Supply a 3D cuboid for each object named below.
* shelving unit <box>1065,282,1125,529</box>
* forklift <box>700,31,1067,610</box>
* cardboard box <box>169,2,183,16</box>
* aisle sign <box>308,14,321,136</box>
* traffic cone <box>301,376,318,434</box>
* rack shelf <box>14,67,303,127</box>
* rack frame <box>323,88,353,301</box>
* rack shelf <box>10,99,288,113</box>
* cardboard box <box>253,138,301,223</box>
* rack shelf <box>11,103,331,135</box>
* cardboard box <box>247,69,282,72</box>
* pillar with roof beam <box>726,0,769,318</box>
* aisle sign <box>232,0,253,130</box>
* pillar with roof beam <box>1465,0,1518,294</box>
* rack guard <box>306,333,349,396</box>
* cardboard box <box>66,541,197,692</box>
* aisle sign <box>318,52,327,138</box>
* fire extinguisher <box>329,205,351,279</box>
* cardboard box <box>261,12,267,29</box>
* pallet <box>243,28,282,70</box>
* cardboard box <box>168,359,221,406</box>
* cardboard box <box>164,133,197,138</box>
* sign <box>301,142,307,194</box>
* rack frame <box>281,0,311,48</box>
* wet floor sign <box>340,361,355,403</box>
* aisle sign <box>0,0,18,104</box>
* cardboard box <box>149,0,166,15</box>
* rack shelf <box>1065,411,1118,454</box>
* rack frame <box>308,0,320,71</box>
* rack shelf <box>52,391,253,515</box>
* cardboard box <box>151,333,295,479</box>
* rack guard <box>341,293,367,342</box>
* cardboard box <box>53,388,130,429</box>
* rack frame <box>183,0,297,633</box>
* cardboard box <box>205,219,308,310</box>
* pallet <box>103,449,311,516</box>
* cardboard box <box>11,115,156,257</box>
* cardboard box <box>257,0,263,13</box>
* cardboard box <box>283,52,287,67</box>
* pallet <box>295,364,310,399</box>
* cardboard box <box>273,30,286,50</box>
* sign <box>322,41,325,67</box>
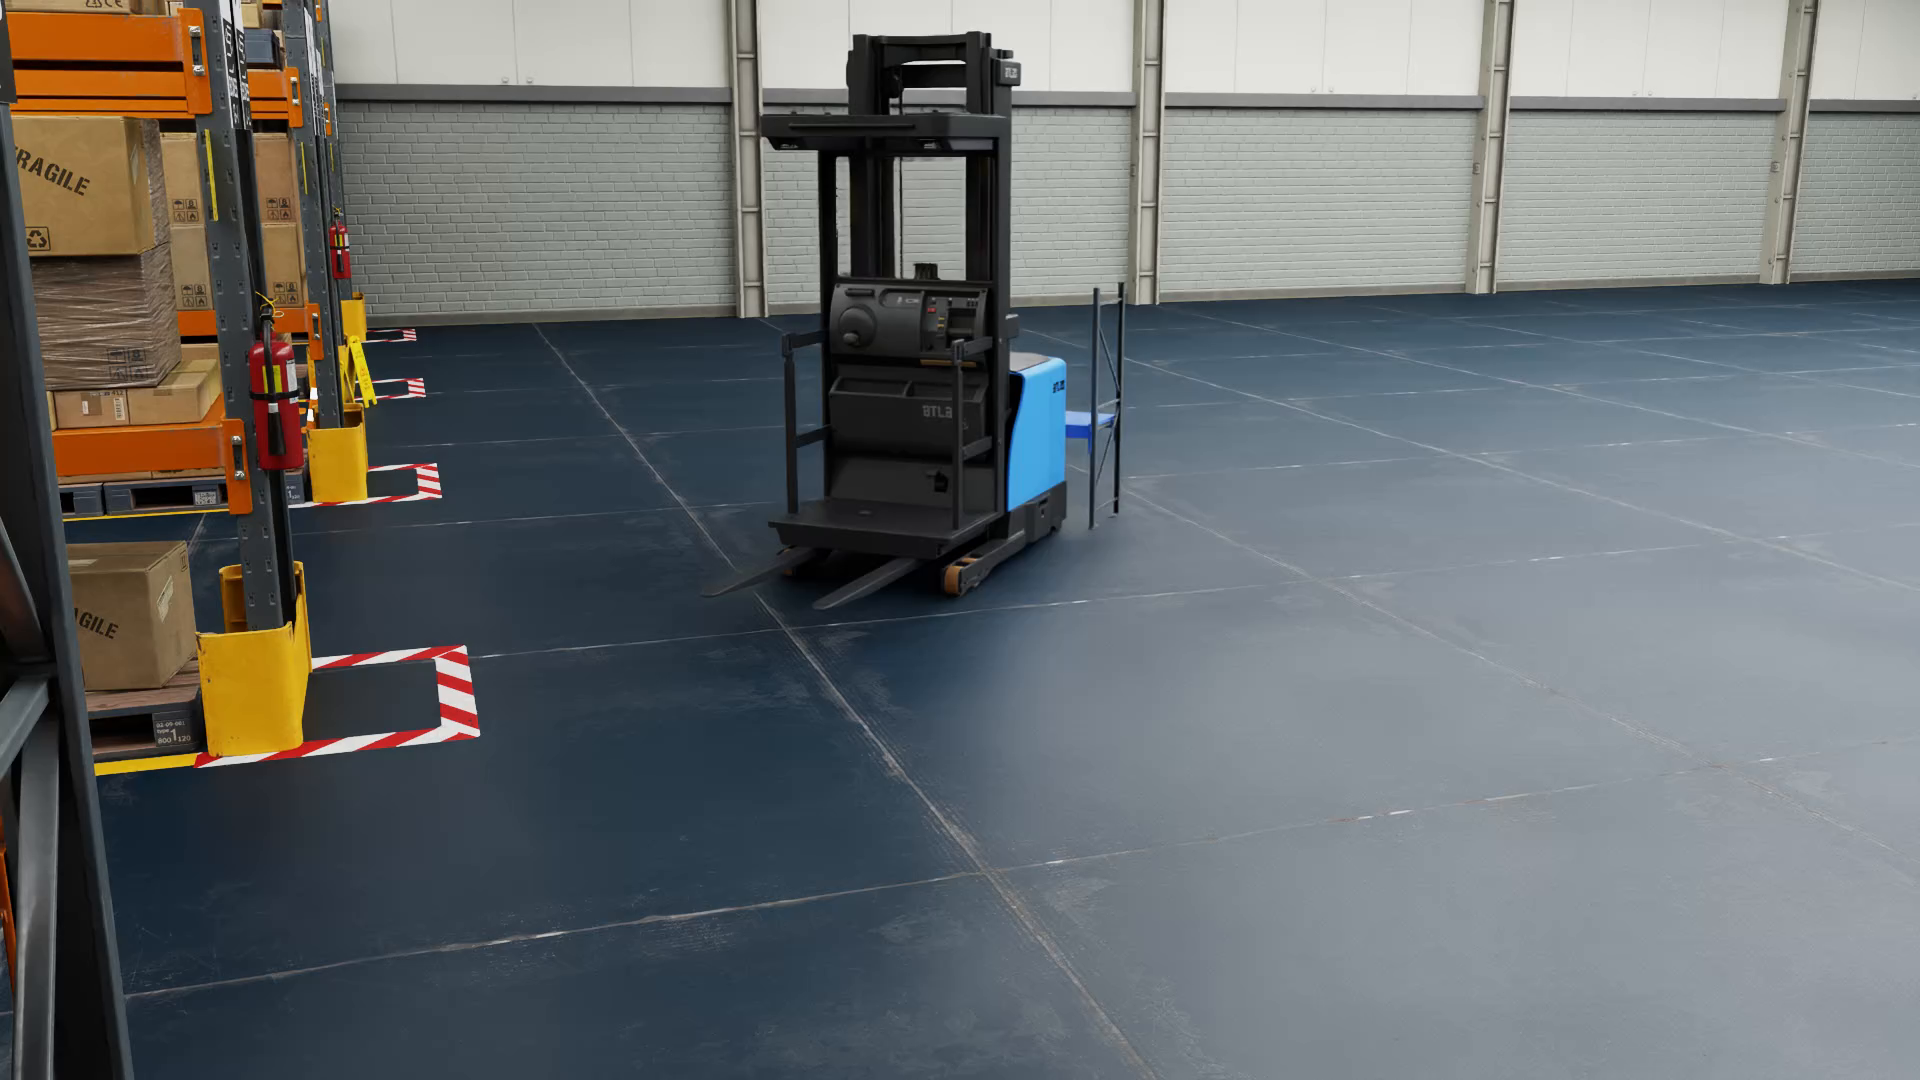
[{"bbox_3d":[0.468,-0.902,10.695,1.048,1.500,0.538,6,15,24],"label":"shelving unit"},{"bbox_3d":[-0.369,-1.237,9.008,1.130,2.935,3.031,6,14,22],"label":"forklift"},{"bbox_3d":[-4.838,-3.313,10.528,0.250,0.149,0.380,-4,14,-18],"label":"cardboard box"},{"bbox_3d":[-4.420,-3.176,11.397,0.004,0.787,0.394,-4,14,-18],"label":"aisle sign"},{"bbox_3d":[-5.386,-1.152,13.984,0.334,0.463,0.336,-4,14,-18],"label":"traffic cone"},{"bbox_3d":[-6.287,-2.802,10.515,4.000,0.370,1.077,-4,14,-18],"label":"rack shelf"},{"bbox_3d":[-7.653,-4.007,20.507,0.127,3.000,1.000,-4,14,-18],"label":"rack frame"},{"bbox_3d":[-7.962,-3.881,15.047,4.000,0.370,1.077,-4,14,-18],"label":"rack shelf"},{"bbox_3d":[-4.756,-2.420,11.177,0.550,0.550,0.875,-4,14,-18],"label":"cardboard box"},{"bbox_3d":[-9.549,-4.969,19.623,4.000,0.370,1.077,-4,14,-18],"label":"rack shelf"},{"bbox_3d":[-6.465,-4.353,15.160,0.500,0.250,0.500,-5,14,-19],"label":"cardboard box"},{"bbox_3d":[-1.541,-6.571,18.320,0.400,9.000,9.100,-4,14,-18],"label":"pillar with roof beam"},{"bbox_3d":[-2.943,-2.080,6.789,0.004,0.787,0.394,-4,14,-18],"label":"aisle sign"},{"bbox_3d":[9.833,-7.456,22.044,0.400,9.000,9.100,-4,14,-18],"label":"pillar with roof beam"},{"bbox_3d":[-6.138,-1.697,16.197,0.348,0.500,1.175,-4,14,-18],"label":"rack guard"},{"bbox_3d":[-3.503,0.309,6.857,0.500,0.500,0.500,-2,14,-8],"label":"cardboard box"},{"bbox_3d":[-6.107,-4.256,15.936,0.004,0.787,0.394,-4,14,-18],"label":"aisle sign"},{"bbox_3d":[-5.811,-2.789,15.551,0.183,0.674,0.296,-4,14,-18],"label":"fire extinguisher"},{"bbox_3d":[-4.819,-3.476,11.210,0.250,0.149,0.380,-4,14,-18],"label":"cardboard box"},{"bbox_3d":[-5.092,-3.200,10.822,1.213,0.211,1.003,-4,14,-18],"label":"pallet"},{"bbox_3d":[-3.252,-0.654,6.955,0.250,0.149,0.380,-4,14,-18],"label":"cardboard box"},{"bbox_3d":[-6.963,-3.477,15.260,0.500,0.500,0.700,-4,14,-18],"label":"cardboard box"},{"bbox_3d":[-4.232,-2.399,10.733,0.005,0.325,0.100,-4,14,-18],"label":"sign"},{"bbox_3d":[-4.392,-4.759,10.705,0.127,3.000,1.000,-4,14,-18],"label":"rack frame"},{"bbox_3d":[-4.996,-1.132,13.506,0.232,0.644,0.267,-7,15,-28],"label":"wet floor sign"},{"bbox_3d":[-1.351,-0.993,2.219,0.004,0.787,0.394,-4,14,-18],"label":"aisle sign"},{"bbox_3d":[-3.445,-2.153,6.553,0.500,0.250,0.500,-4,14,-16],"label":"cardboard box"},{"bbox_3d":[0.468,-0.727,10.737,1.000,0.185,0.538,6,15,24],"label":"rack shelf"},{"bbox_3d":[-6.066,-5.837,15.238,0.127,3.000,1.000,-4,14,-18],"label":"rack frame"},{"bbox_3d":[-4.801,-0.248,6.257,4.000,0.370,1.077,-4,14,-18],"label":"rack shelf"},{"bbox_3d":[-5.014,-0.947,11.325,0.875,0.875,0.875,-4,14,-18],"label":"cardboard box"},{"bbox_3d":[-7.630,-2.793,20.804,0.348,0.500,1.175,-4,14,-18],"label":"rack guard"},{"bbox_3d":[-3.347,-0.539,6.468,0.250,0.149,0.380,-4,14,-18],"label":"cardboard box"},{"bbox_3d":[-2.906,-0.745,6.794,0.127,3.000,1.000,-4,14,-18],"label":"rack frame"},{"bbox_3d":[-4.729,-1.876,11.225,0.550,0.550,0.875,-4,14,-18],"label":"cardboard box"},{"bbox_3d":[-5.125,-0.408,11.401,1.213,0.211,1.003,-4,14,-18],"label":"pallet"},{"bbox_3d":[-3.348,-1.330,6.234,0.500,0.500,0.500,-4,14,-18],"label":"cardboard box"},{"bbox_3d":[-4.931,-3.645,11.062,0.500,0.250,0.500,-4,14,-18],"label":"cardboard box"},{"bbox_3d":[-7.995,-5.682,19.726,0.500,0.500,0.500,-4,14,-16],"label":"cardboard box"},{"bbox_3d":[-6.920,-1.504,16.011,1.213,0.211,1.003,-4,14,-18],"label":"pallet"},{"bbox_3d":[-6.293,-4.554,15.144,0.250,0.149,0.380,-4,14,-18],"label":"cardboard box"},{"bbox_3d":[-7.493,-5.739,19.562,0.005,0.325,0.100,-4,14,-18],"label":"sign"}]
